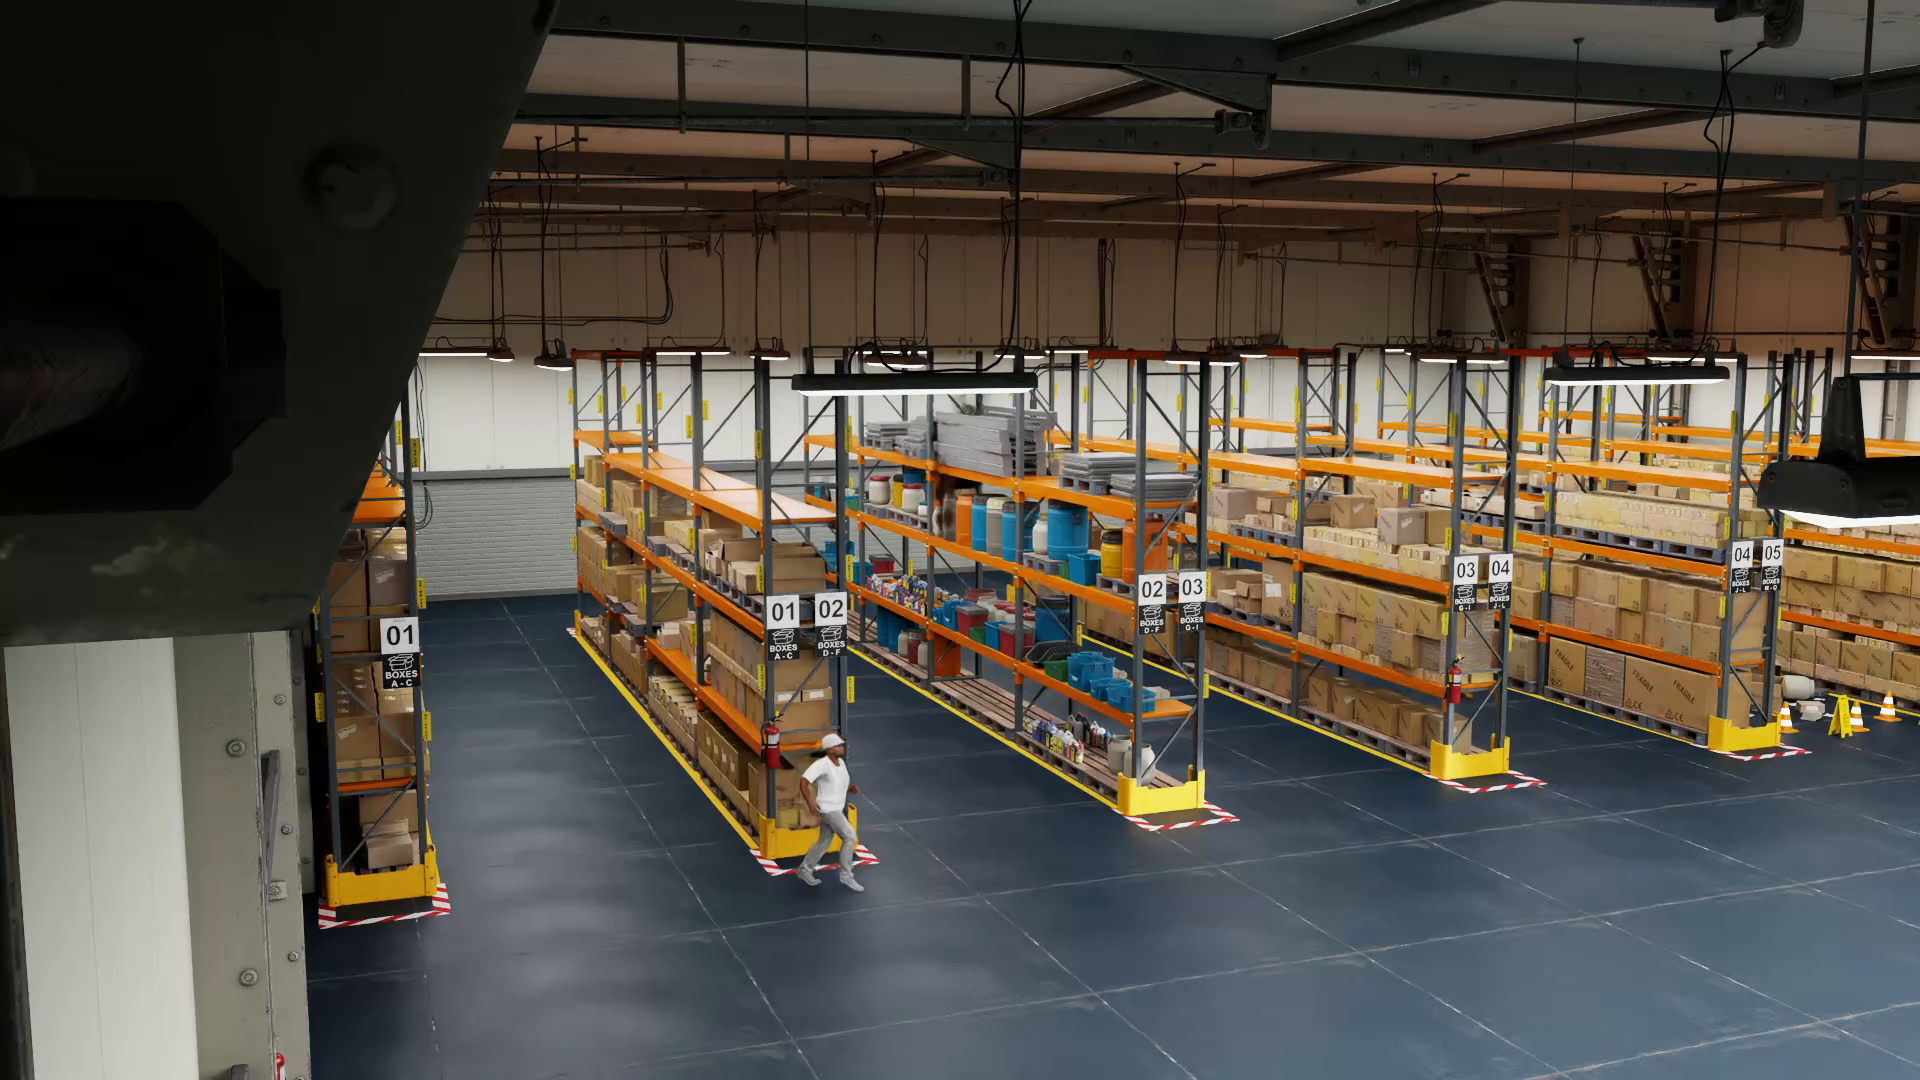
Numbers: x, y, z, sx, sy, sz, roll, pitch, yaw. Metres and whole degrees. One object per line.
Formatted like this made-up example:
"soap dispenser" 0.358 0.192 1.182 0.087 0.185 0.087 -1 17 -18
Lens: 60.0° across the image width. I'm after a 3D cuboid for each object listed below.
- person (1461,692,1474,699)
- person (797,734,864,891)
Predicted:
"person" 8.762 1.888 28.992 0.666 1.703 0.596 -3 8 -26
"person" -1.455 3.081 19.018 0.813 1.757 0.686 1 7 12
